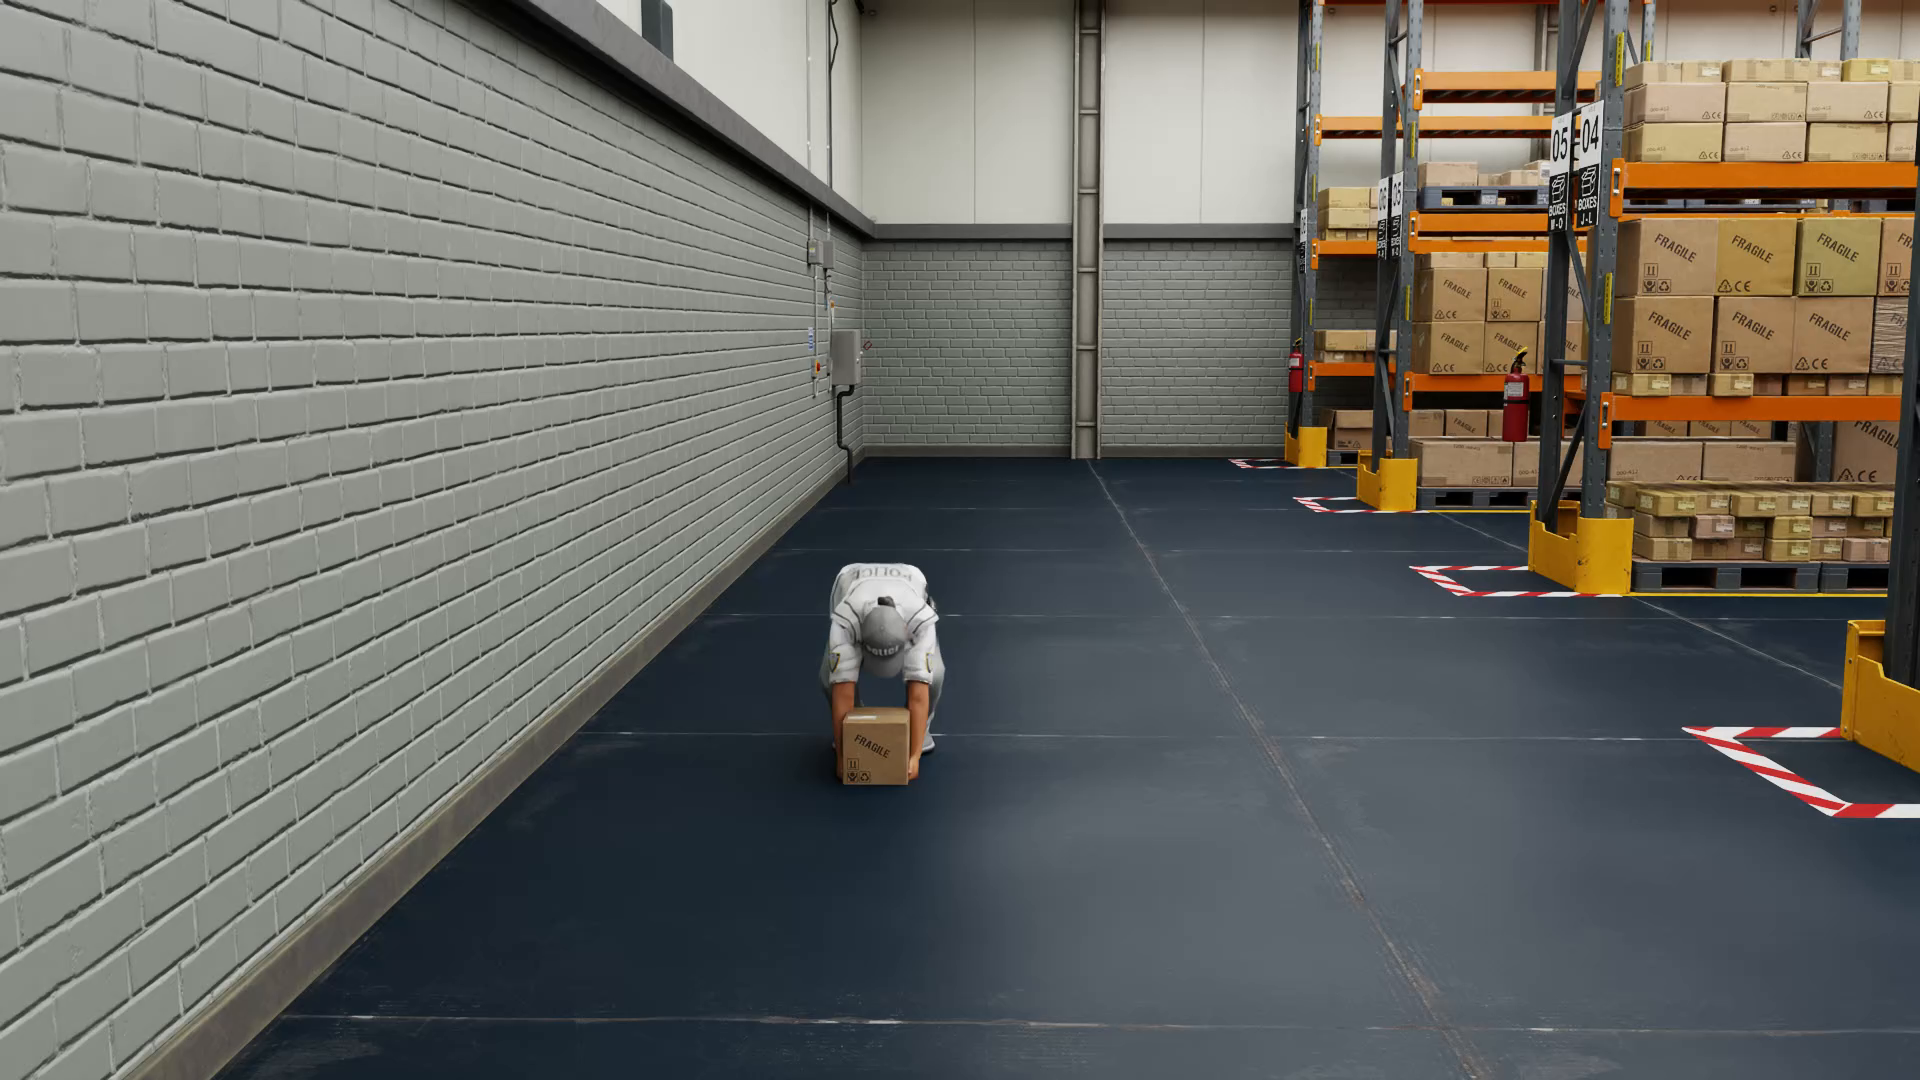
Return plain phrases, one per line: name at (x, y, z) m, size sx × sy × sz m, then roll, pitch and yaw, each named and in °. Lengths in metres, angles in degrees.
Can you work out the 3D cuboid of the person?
person at (-0.318, 0.514, 6.800) m, size 0.514 × 0.797 × 0.921 m, roll 0°, pitch 7°, yaw 0°
